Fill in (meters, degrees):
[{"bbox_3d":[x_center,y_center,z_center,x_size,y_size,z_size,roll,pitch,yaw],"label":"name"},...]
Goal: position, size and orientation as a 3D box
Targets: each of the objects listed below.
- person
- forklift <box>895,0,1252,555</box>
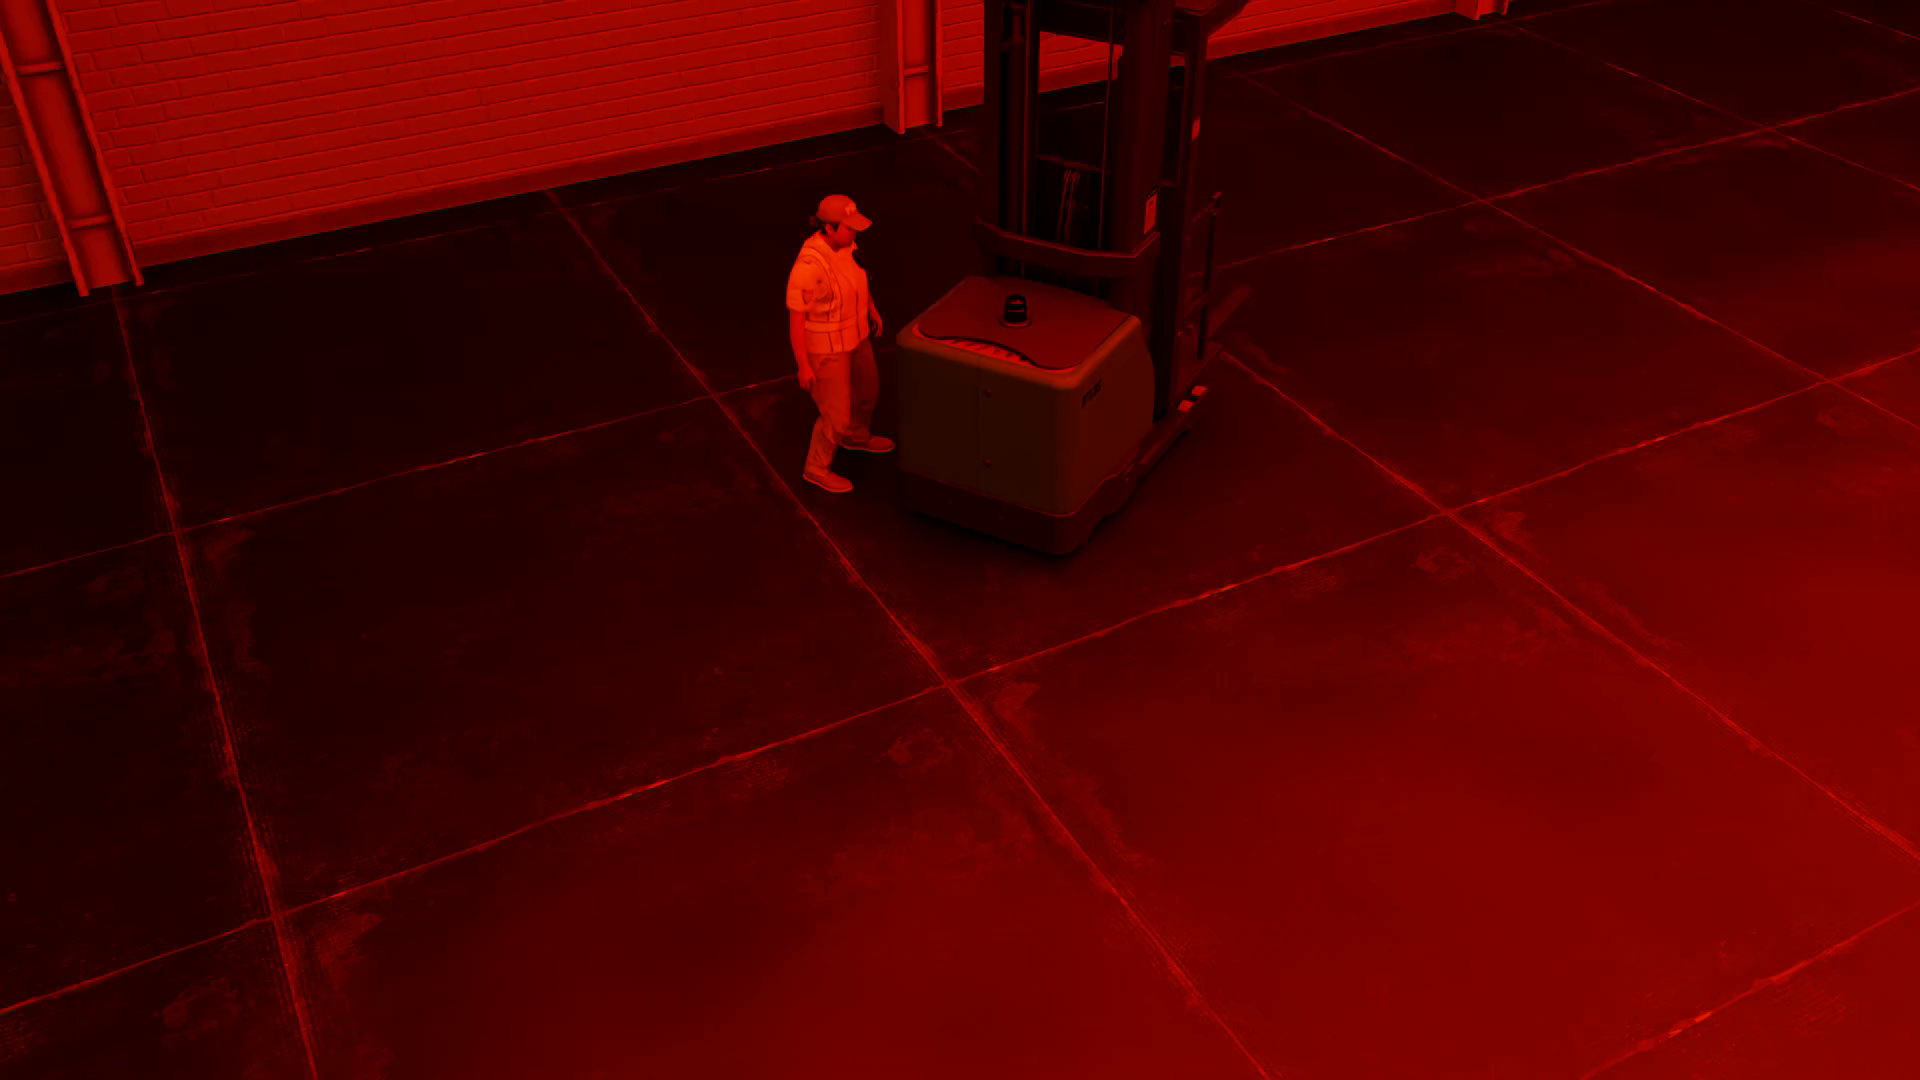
[{"bbox_3d":[-0.637,-1.046,8.723,0.426,1.643,0.723,16,38,21],"label":"person"},{"bbox_3d":[0.820,-1.950,8.881,1.130,2.935,3.031,18,39,23],"label":"forklift"}]
